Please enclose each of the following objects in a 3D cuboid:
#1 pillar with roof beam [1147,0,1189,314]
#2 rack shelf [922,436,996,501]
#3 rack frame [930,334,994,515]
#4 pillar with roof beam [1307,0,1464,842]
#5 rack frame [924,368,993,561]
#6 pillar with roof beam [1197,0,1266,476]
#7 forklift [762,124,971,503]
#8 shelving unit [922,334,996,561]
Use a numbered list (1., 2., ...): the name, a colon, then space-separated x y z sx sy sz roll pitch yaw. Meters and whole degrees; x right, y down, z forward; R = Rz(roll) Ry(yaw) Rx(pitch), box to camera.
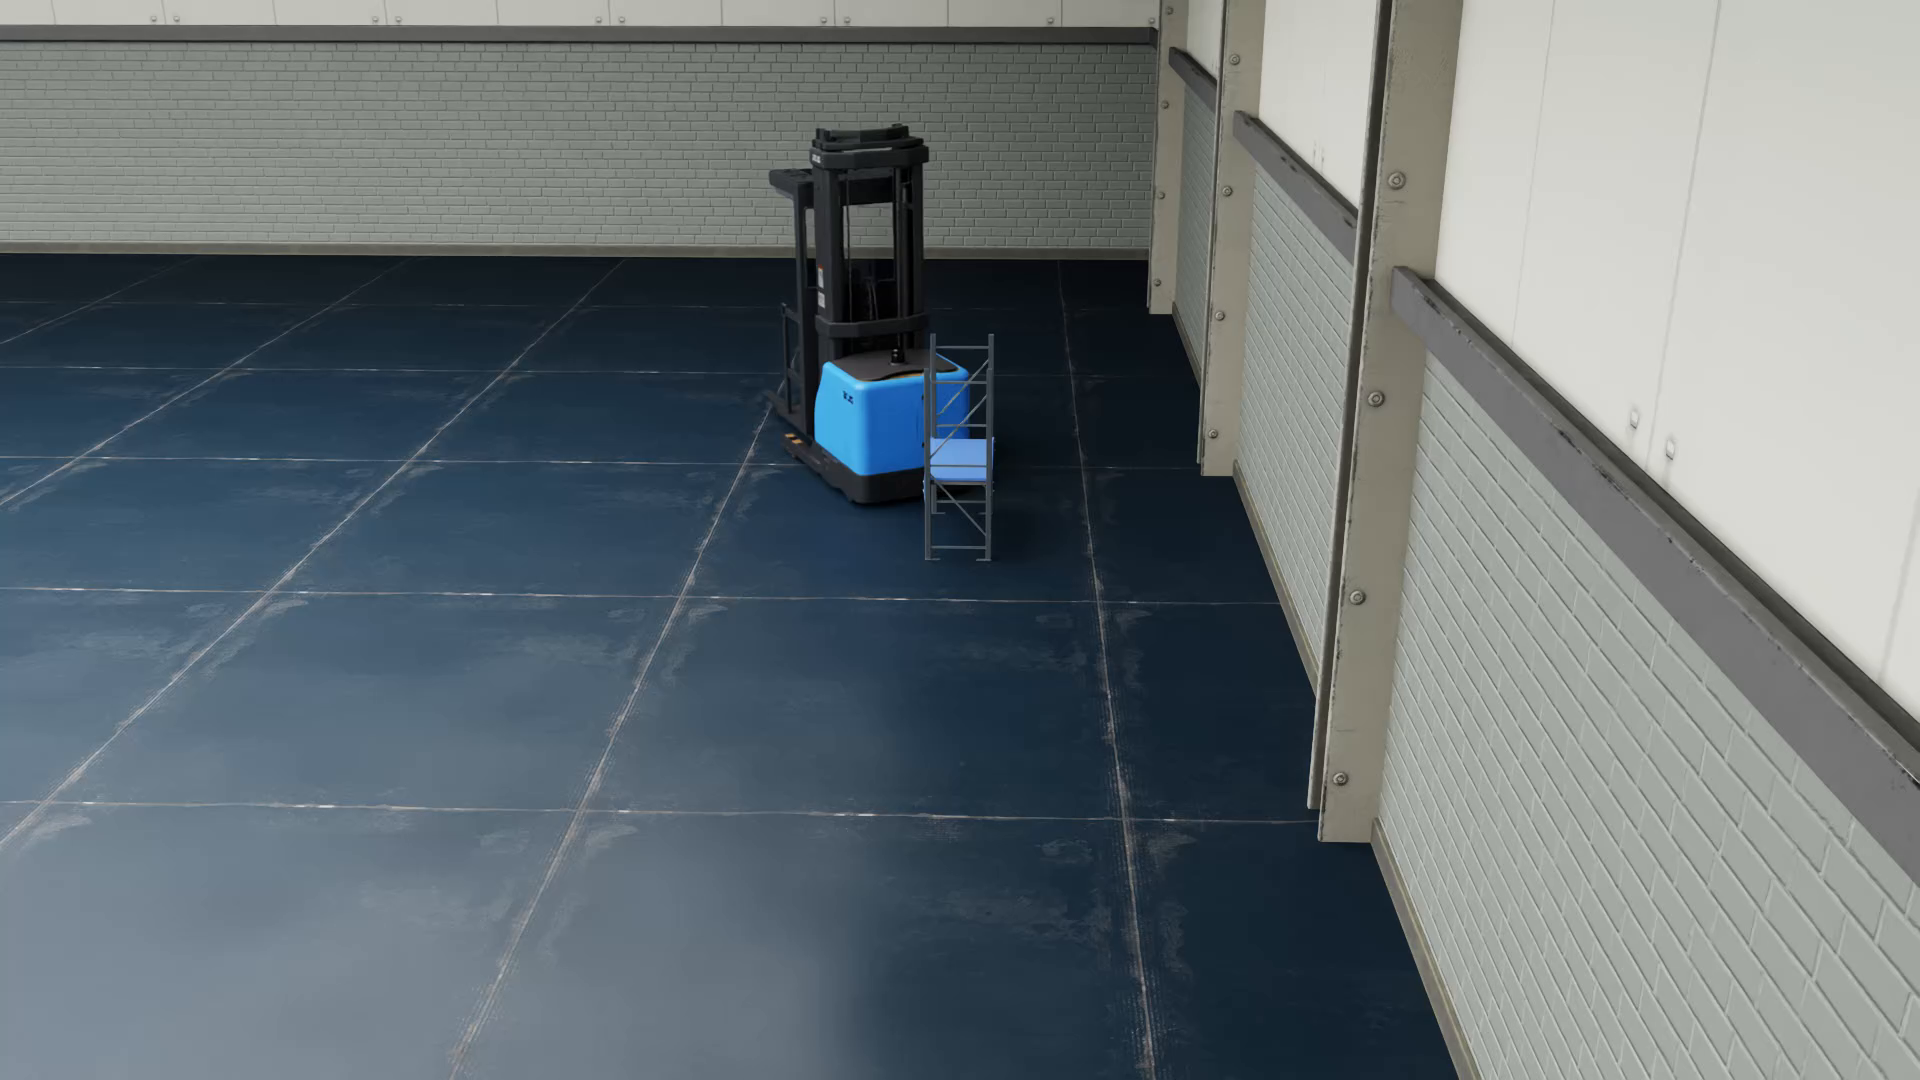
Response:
1. pillar with roof beam: -1.860 -7.042 18.737 9.100 9.000 0.400 1 21 2
2. rack shelf: 0.003 -0.562 12.902 0.538 0.185 1.000 1 21 2
3. rack frame: 0.018 -0.914 13.311 0.500 1.500 0.032 1 21 2
4. pillar with roof beam: -2.225 -2.703 7.554 9.100 9.000 0.400 1 21 2
5. rack frame: -0.013 -0.546 12.363 0.500 1.500 0.032 1 21 2
6. pillar with roof beam: -2.042 -4.872 13.146 9.100 9.000 0.400 1 21 2
7. forklift: -0.979 -2.161 14.547 1.130 2.935 3.031 -9 23 -23
8. shelving unit: 0.003 -0.730 12.837 0.538 1.500 1.048 1 21 2
